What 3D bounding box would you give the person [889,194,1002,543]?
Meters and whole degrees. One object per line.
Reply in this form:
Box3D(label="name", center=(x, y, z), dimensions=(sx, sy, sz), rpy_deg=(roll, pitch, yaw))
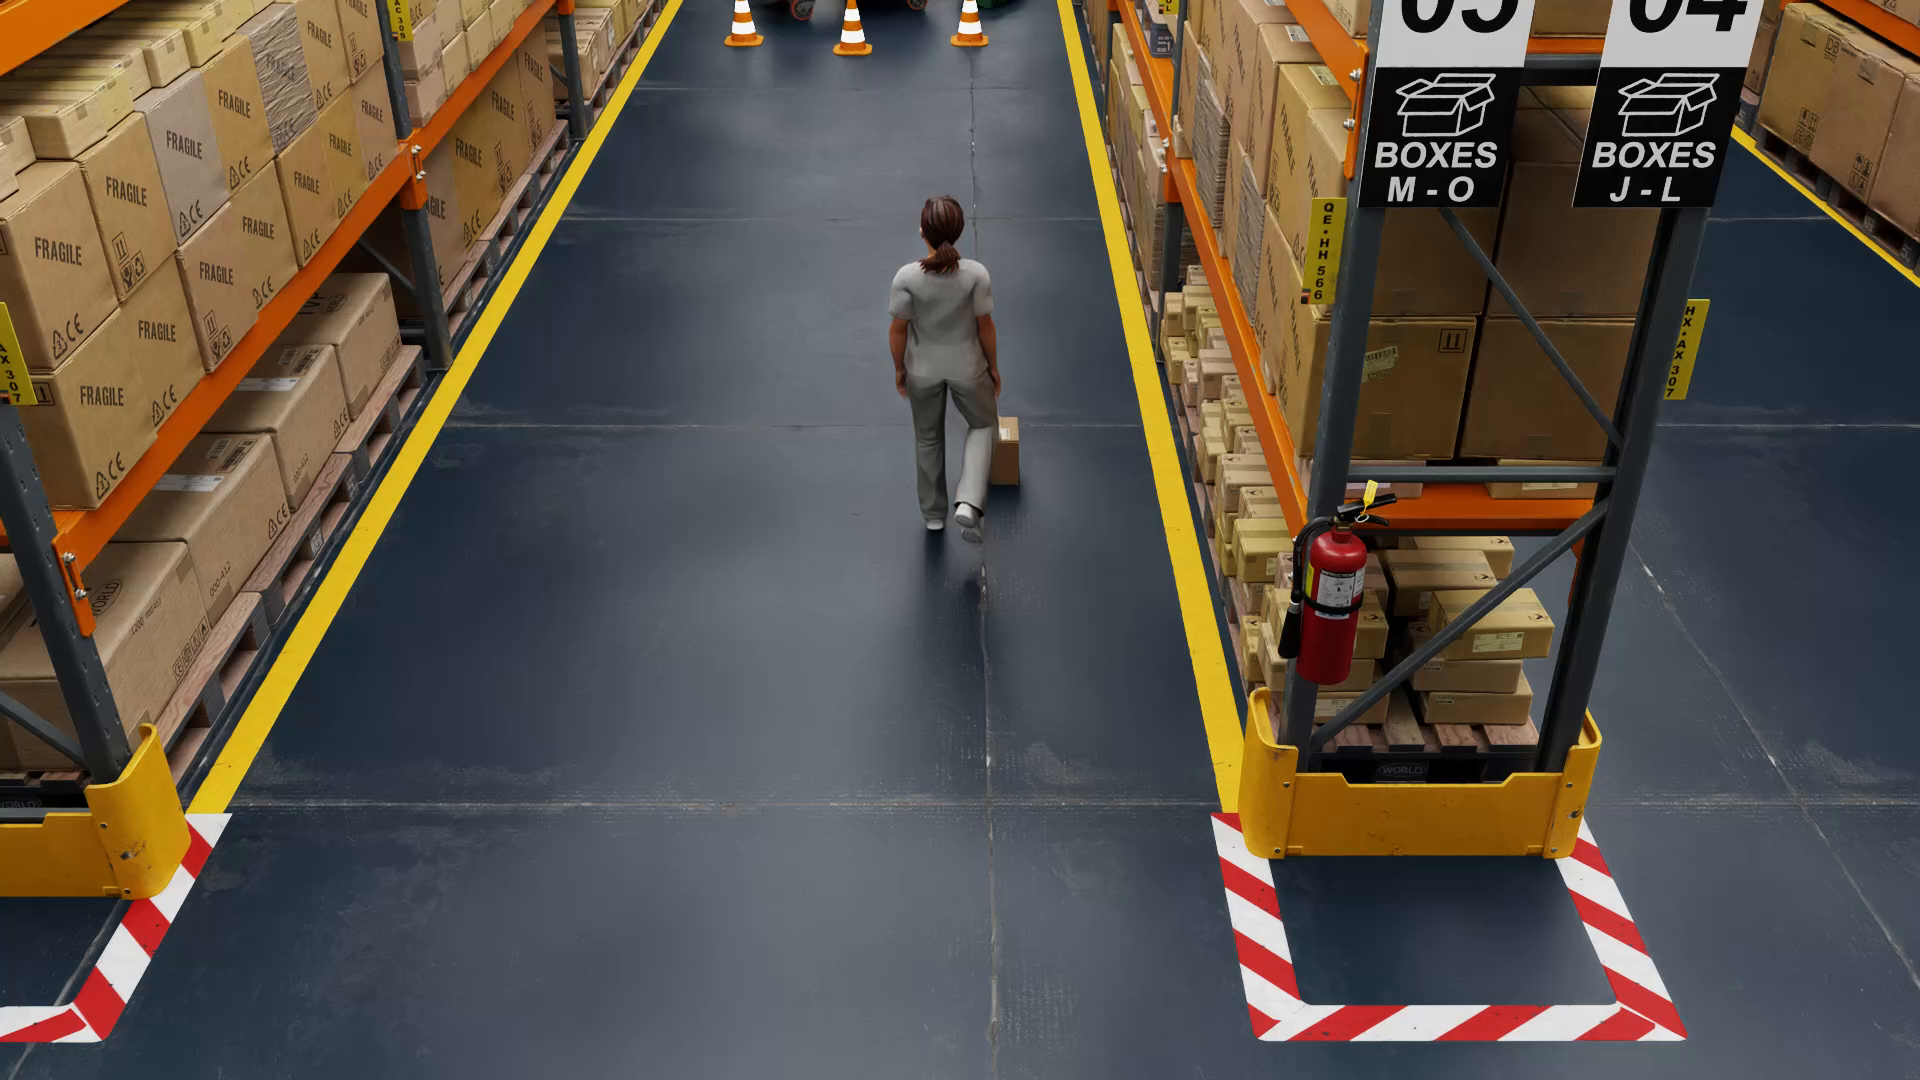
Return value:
Box3D(label="person", center=(-0.059, -0.740, 7.294), dimensions=(0.485, 1.662, 0.639), rpy_deg=(1, 32, 2))
